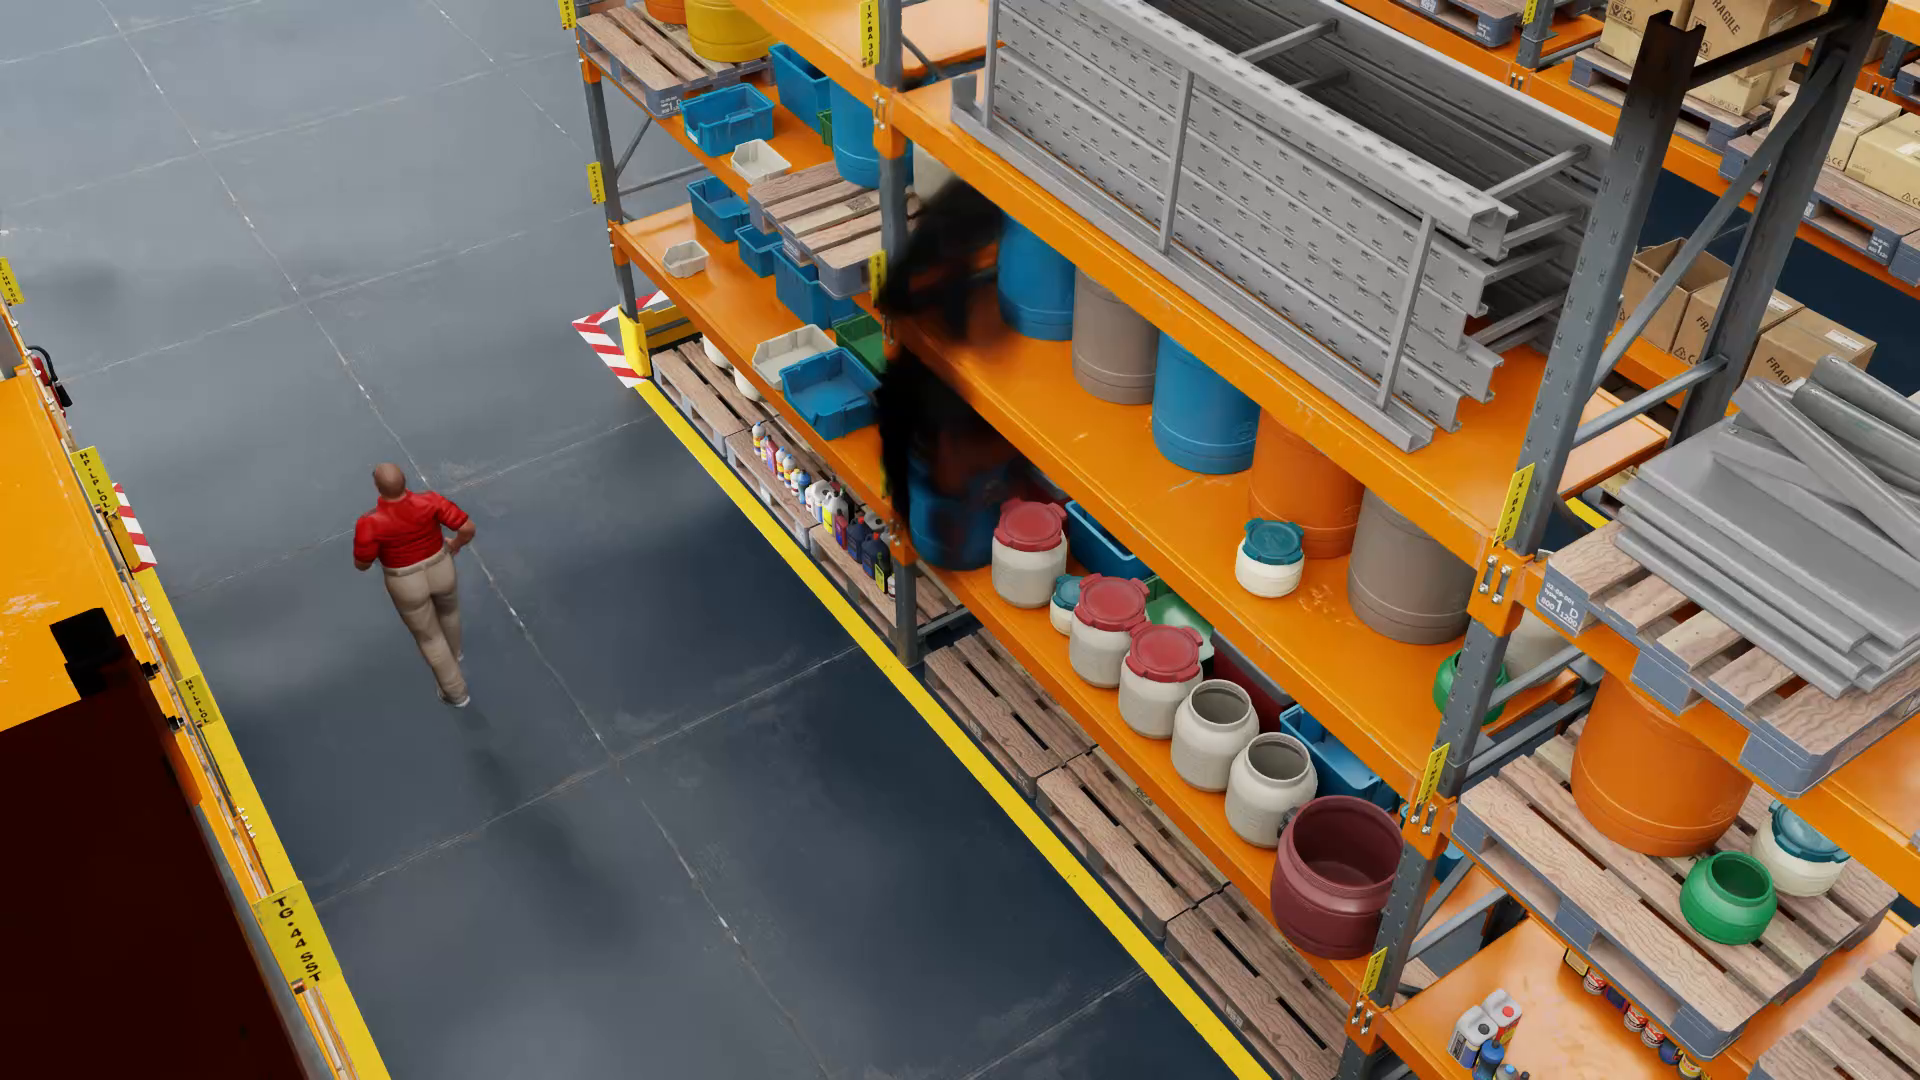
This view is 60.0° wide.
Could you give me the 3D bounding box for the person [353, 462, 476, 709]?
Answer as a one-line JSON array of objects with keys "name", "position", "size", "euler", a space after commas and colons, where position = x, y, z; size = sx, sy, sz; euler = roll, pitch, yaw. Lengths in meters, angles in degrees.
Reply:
[{"name": "person", "position": [-3.174, 0.251, 9.804], "size": [0.662, 1.806, 0.693], "euler": [-28, 50, -27]}]
